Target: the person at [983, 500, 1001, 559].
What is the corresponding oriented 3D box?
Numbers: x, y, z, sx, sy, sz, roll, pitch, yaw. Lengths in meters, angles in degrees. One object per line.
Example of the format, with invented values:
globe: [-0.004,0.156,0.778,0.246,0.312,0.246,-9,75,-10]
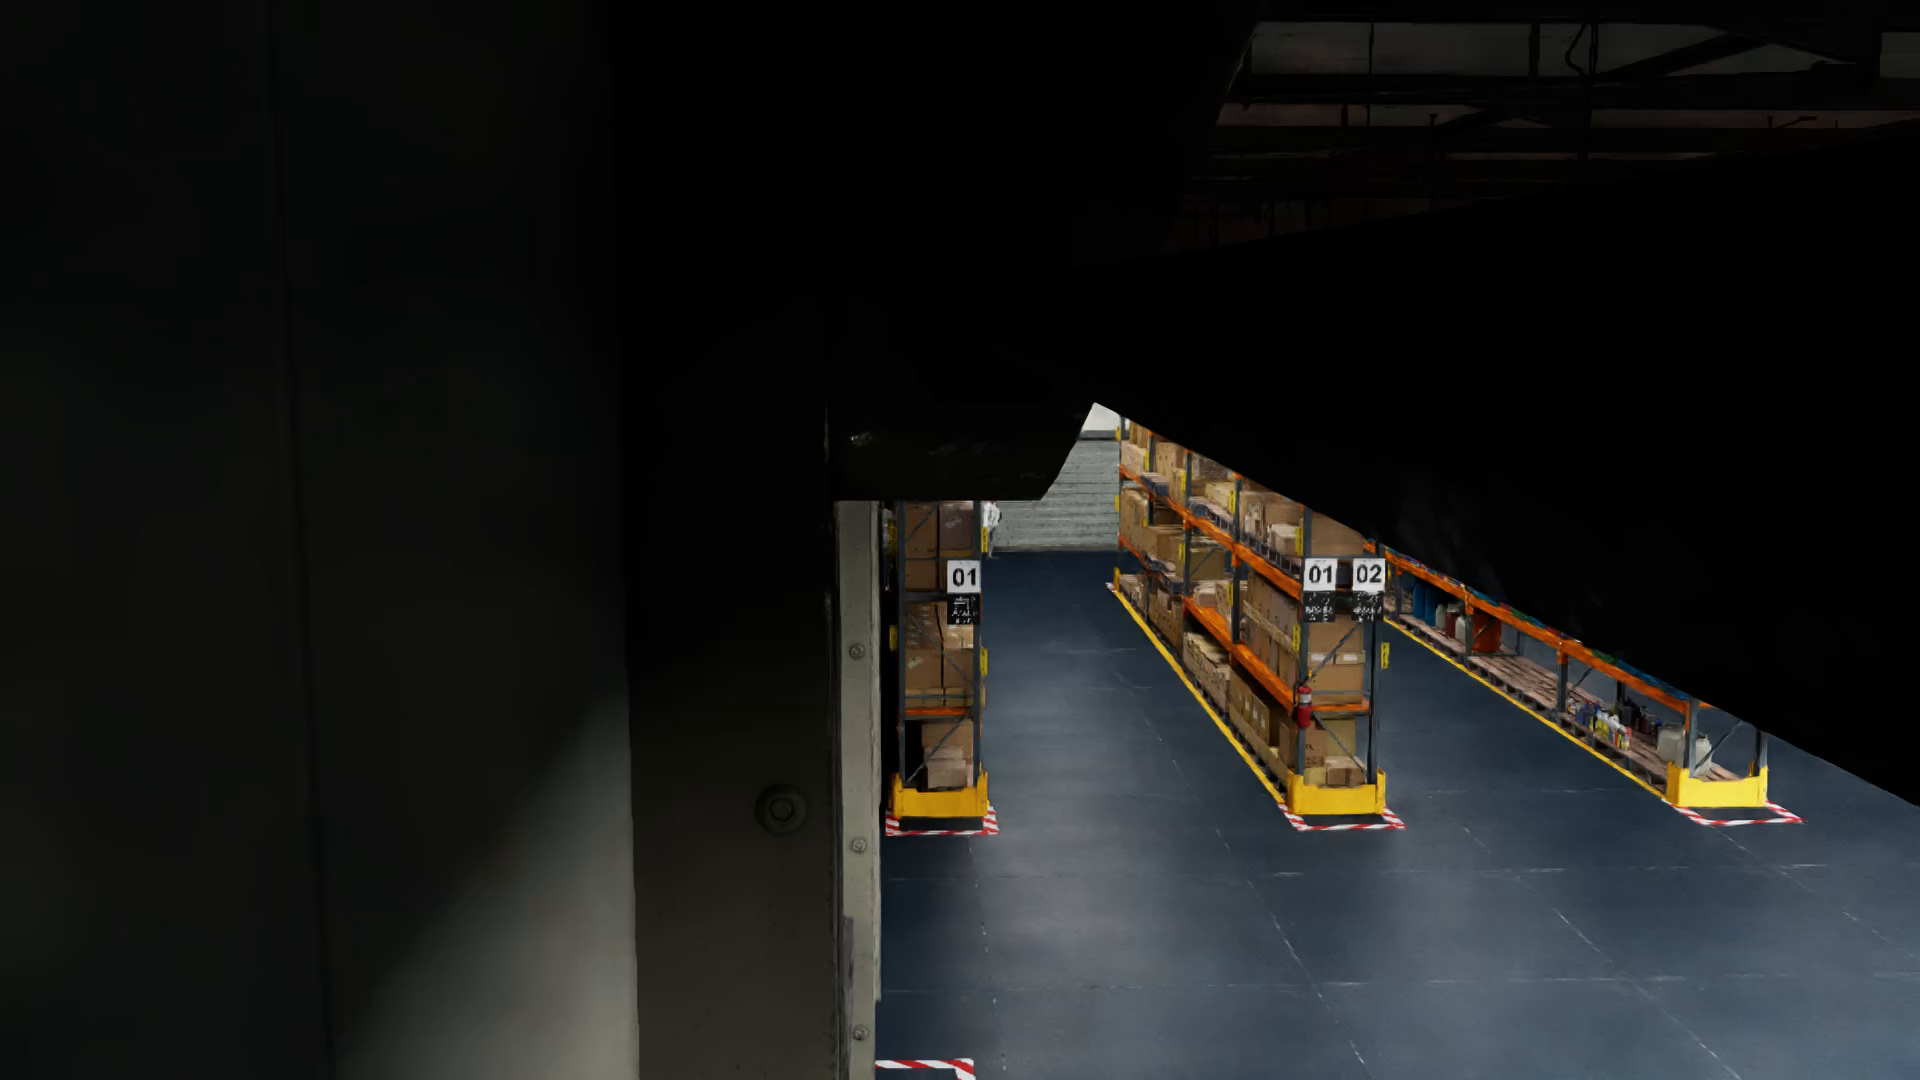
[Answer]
person: [0.648,-0.350,40.756,0.500,1.663,0.664,8,11,44]
